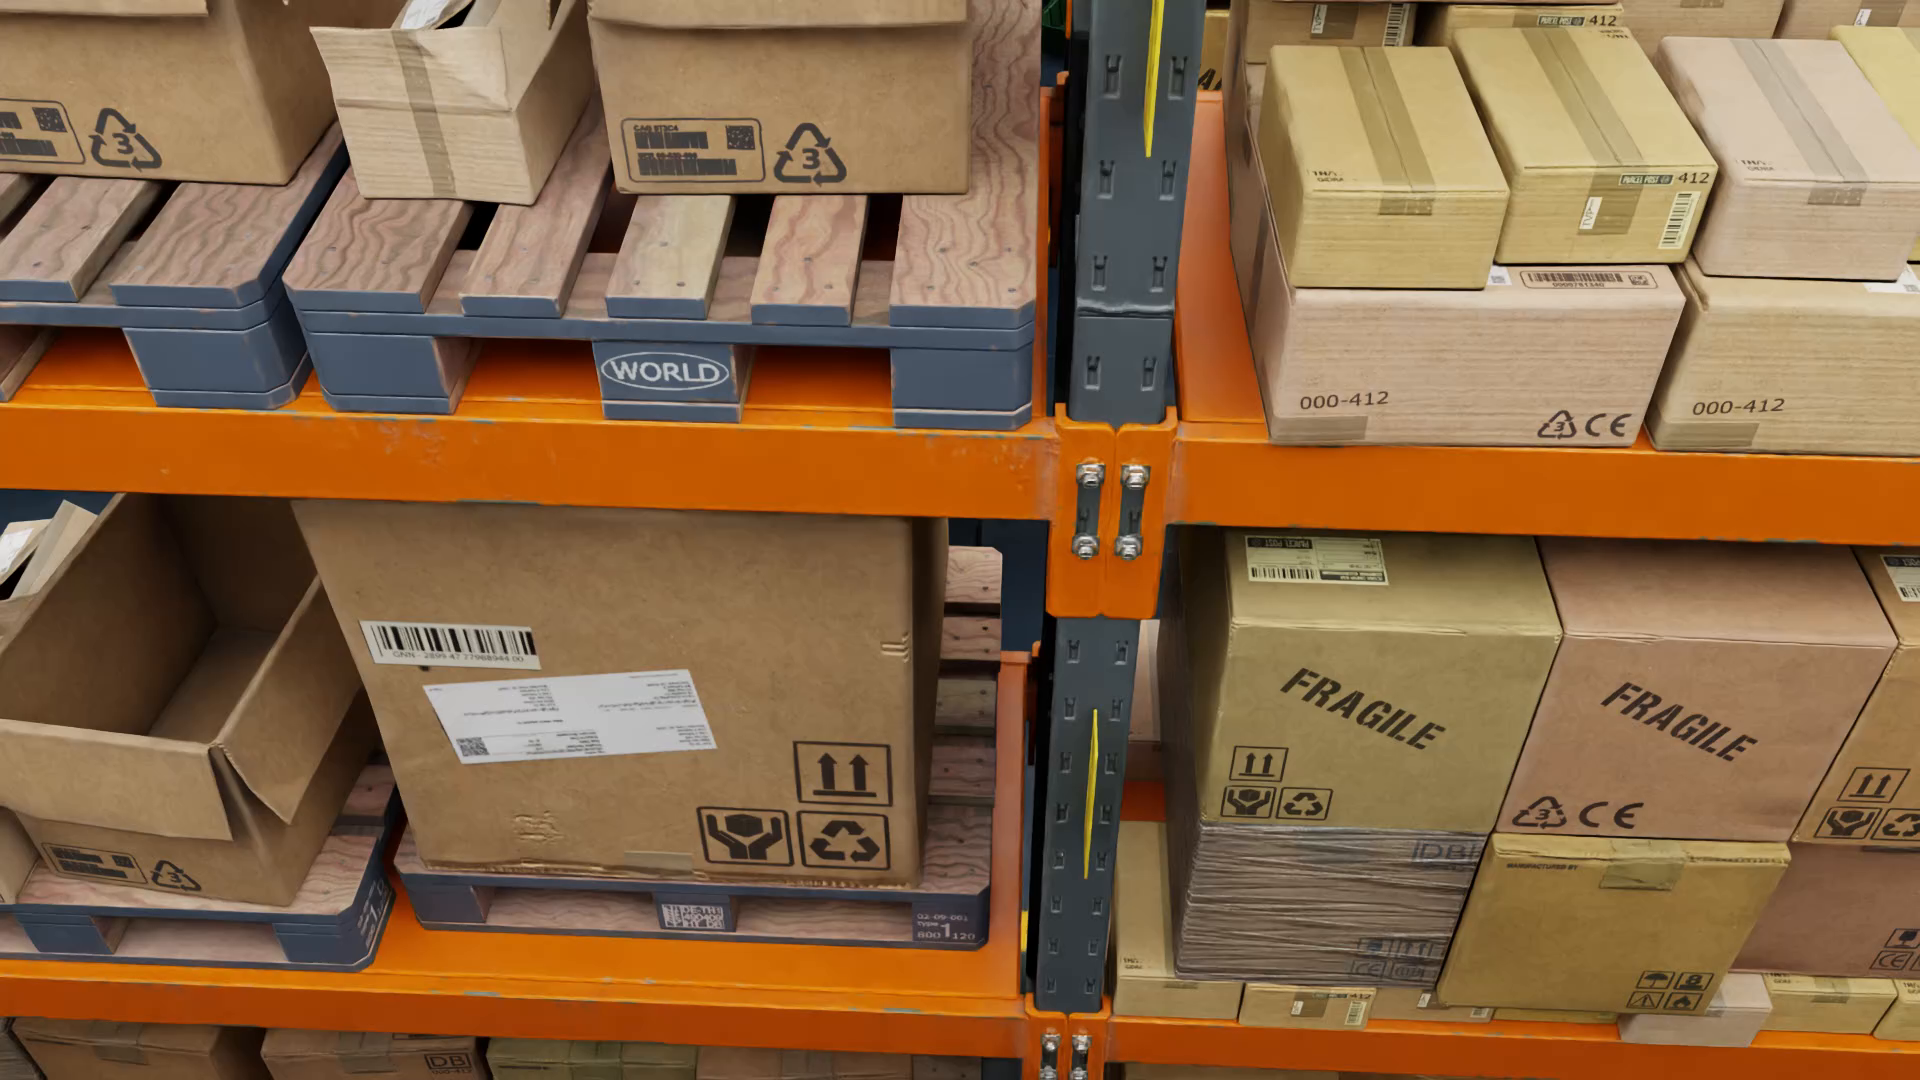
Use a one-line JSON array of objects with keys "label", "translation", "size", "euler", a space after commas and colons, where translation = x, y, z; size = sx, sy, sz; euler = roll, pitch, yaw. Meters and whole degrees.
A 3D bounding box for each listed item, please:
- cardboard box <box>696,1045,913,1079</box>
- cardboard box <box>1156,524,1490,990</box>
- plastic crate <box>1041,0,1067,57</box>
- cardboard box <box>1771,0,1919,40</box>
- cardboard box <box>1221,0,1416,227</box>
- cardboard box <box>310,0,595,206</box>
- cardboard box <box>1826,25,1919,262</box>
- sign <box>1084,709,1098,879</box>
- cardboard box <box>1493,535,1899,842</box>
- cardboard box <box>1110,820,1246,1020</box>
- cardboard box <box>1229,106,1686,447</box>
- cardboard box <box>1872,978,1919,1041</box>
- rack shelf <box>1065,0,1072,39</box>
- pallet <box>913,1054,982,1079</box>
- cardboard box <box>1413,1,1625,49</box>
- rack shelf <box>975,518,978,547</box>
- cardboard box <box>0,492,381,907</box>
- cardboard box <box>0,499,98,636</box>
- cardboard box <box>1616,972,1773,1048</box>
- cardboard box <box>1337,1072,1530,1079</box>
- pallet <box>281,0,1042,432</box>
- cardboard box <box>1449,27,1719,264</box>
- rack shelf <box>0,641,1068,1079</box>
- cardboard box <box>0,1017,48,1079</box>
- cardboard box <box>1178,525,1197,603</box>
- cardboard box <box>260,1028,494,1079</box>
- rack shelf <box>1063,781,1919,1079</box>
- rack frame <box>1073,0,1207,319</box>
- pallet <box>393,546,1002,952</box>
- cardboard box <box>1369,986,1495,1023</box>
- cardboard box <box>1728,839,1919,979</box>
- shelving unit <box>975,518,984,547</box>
[{"label": "cardboard box", "translation": [-0.376, 1.189, 4.284], "size": [0.500, 0.500, 0.700], "euler": [-1, 43, -1]}, {"label": "cardboard box", "translation": [0.683, 0.379, 3.351], "size": [0.500, 0.500, 0.875], "euler": [2, 43, 2]}, {"label": "plastic crate", "translation": [0.794, -2.785, 9.059], "size": [0.662, 0.188, 0.450], "euler": [24, 58, 23]}, {"label": "cardboard box", "translation": [1.369, -0.897, 2.629], "size": [0.250, 0.149, 0.380], "euler": [1, 43, 1]}, {"label": "cardboard box", "translation": [0.704, -0.738, 2.751], "size": [0.500, 0.250, 0.500], "euler": [3, 43, 3]}, {"label": "cardboard box", "translation": [-0.707, -0.694, 2.384], "size": [0.258, 0.266, 0.396], "euler": [3, 43, 3]}, {"label": "cardboard box", "translation": [1.334, -0.537, 2.243], "size": [0.250, 0.149, 0.380], "euler": [3, 43, 3]}, {"label": "sign", "translation": [0.215, 0.423, 2.746], "size": [0.005, 0.325, 0.100], "euler": [2, 43, 2]}, {"label": "cardboard box", "translation": [1.174, 0.159, 2.854], "size": [0.500, 0.500, 0.500], "euler": [2, 43, 2]}, {"label": "cardboard box", "translation": [0.438, 0.772, 3.405], "size": [0.250, 0.149, 0.380], "euler": [2, 43, 2]}, {"label": "cardboard box", "translation": [0.675, -0.386, 2.373], "size": [0.500, 0.250, 0.500], "euler": [0, 43, 0]}, {"label": "cardboard box", "translation": [1.937, 0.809, 3.365], "size": [0.250, 0.149, 0.380], "euler": [2, 43, 2]}, {"label": "rack shelf", "translation": [-1.437, -2.704, 7.480], "size": [4.000, 0.370, 1.077], "euler": [2, 43, 2]}, {"label": "pallet", "translation": [-0.541, 1.466, 4.521], "size": [1.213, 0.211, 1.003], "euler": [2, 43, 2]}, {"label": "cardboard box", "translation": [0.837, -0.836, 2.564], "size": [0.250, 0.149, 0.380], "euler": [2, 43, 2]}, {"label": "rack shelf", "translation": [-0.165, -0.251, 6.026], "size": [0.480, 0.518, 0.431], "euler": [2, 43, 2]}, {"label": "cardboard box", "translation": [-1.499, 0.287, 3.358], "size": [0.637, 0.503, 0.797], "euler": [6, 43, 6]}, {"label": "cardboard box", "translation": [-2.081, 0.109, 3.723], "size": [0.258, 0.266, 0.396], "euler": [1, 43, 1]}, {"label": "cardboard box", "translation": [1.436, 0.814, 3.360], "size": [0.250, 0.149, 0.380], "euler": [2, 43, 2]}, {"label": "cardboard box", "translation": [1.207, 1.282, 4.199], "size": [0.500, 0.500, 0.500], "euler": [15, 45, 15]}, {"label": "pallet", "translation": [-0.375, -0.652, 2.686], "size": [1.003, 0.211, 1.213], "euler": [2, 43, 2]}, {"label": "cardboard box", "translation": [0.817, -0.538, 2.244], "size": [0.250, 0.149, 0.380], "euler": [0, 43, 0]}, {"label": "rack shelf", "translation": [-1.761, 0.670, 3.857], "size": [4.000, 0.370, 1.077], "euler": [2, 43, 2]}, {"label": "cardboard box", "translation": [-2.534, 1.115, 4.364], "size": [0.500, 0.500, 0.700], "euler": [-2, 43, -2]}, {"label": "cardboard box", "translation": [0.699, -0.216, 3.256], "size": [0.500, 0.500, 0.500], "euler": [2, 43, 2]}, {"label": "cardboard box", "translation": [-1.410, 1.144, 4.332], "size": [0.500, 0.500, 0.700], "euler": [-2, 43, -2]}, {"label": "rack shelf", "translation": [2.235, 0.793, 3.726], "size": [4.000, 0.370, 1.077], "euler": [2, 43, 2]}, {"label": "rack frame", "translation": [0.237, -1.726, 1.501], "size": [0.127, 3.000, 1.000], "euler": [2, 43, 2]}, {"label": "pallet", "translation": [-0.520, 0.416, 3.743], "size": [1.213, 0.211, 1.003], "euler": [2, 43, 2]}, {"label": "cardboard box", "translation": [0.938, 0.777, 3.399], "size": [0.250, 0.149, 0.380], "euler": [2, 43, 2]}, {"label": "cardboard box", "translation": [1.685, 0.365, 3.366], "size": [0.500, 0.500, 0.875], "euler": [2, 43, 2]}, {"label": "shelving unit", "translation": [-0.165, -0.773, 5.540], "size": [0.503, 2.100, 0.431], "euler": [2, 43, 2]}]
